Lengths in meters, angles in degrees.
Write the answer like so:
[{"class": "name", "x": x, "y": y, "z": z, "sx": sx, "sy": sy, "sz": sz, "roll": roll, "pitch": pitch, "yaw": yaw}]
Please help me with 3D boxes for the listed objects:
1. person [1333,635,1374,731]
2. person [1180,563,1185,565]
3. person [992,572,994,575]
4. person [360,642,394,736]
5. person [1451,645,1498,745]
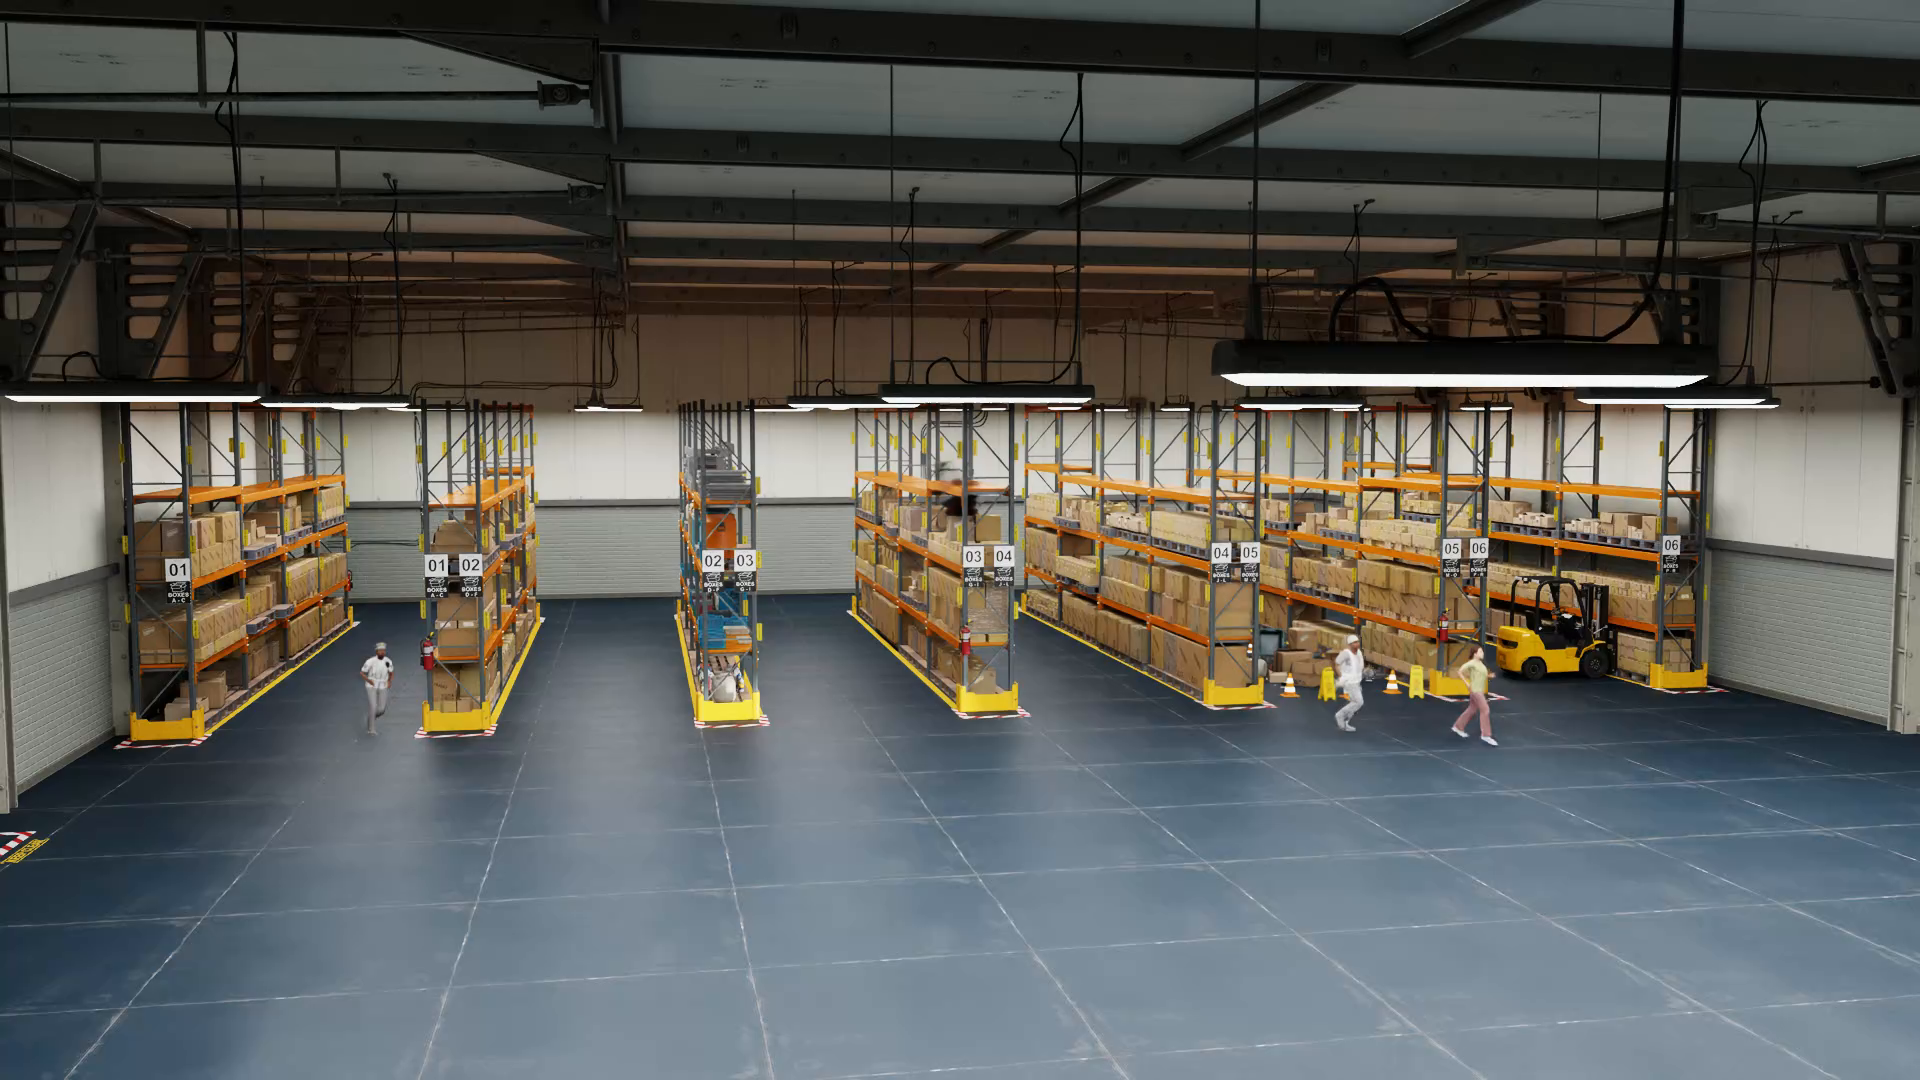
[{"class": "person", "x": 7.131, "y": 2.581, "z": 30.023, "sx": 0.597, "sy": 1.745, "sz": 0.662, "roll": 4, "pitch": 6, "yaw": 40}, {"class": "person", "x": 6.929, "y": 1.036, "z": 50.974, "sx": 0.870, "sy": 1.679, "sz": 0.783, "roll": 0, "pitch": 4, "yaw": 1}, {"class": "person", "x": 1.154, "y": 1.420, "z": 45.373, "sx": 0.646, "sy": 1.799, "sz": 0.913, "roll": 0, "pitch": 4, "yaw": -1}, {"class": "person", "x": -10.472, "y": 2.659, "z": 29.910, "sx": 0.606, "sy": 1.654, "sz": 0.613, "roll": -3, "pitch": 5, "yaw": -35}, {"class": "person", "x": 8.999, "y": 2.684, "z": 29.022, "sx": 0.854, "sy": 1.709, "sz": 0.555, "roll": 3, "pitch": 5, "yaw": 34}]
